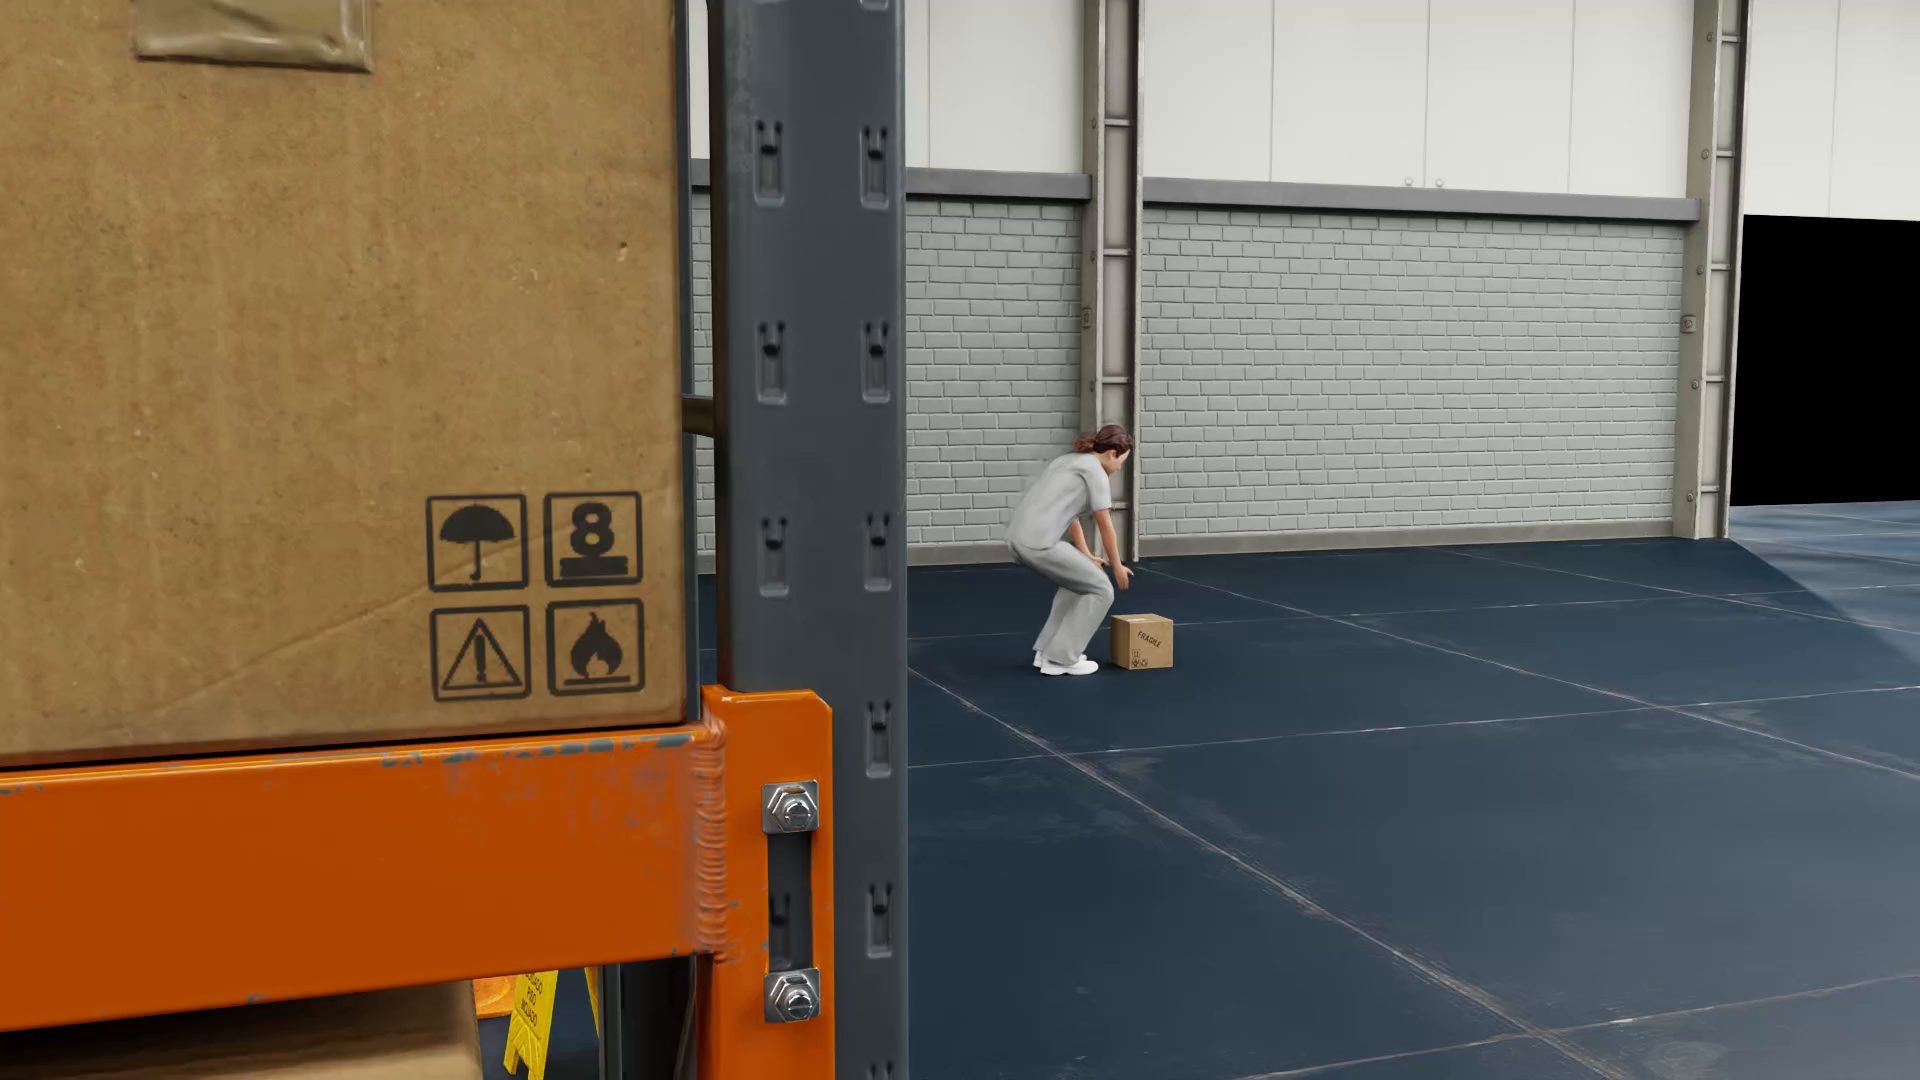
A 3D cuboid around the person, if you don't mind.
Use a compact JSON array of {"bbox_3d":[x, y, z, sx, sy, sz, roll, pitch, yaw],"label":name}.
[{"bbox_3d":[0.571,0.040,8.631,0.697,1.275,0.493,-2,6,-19],"label":"person"}]
